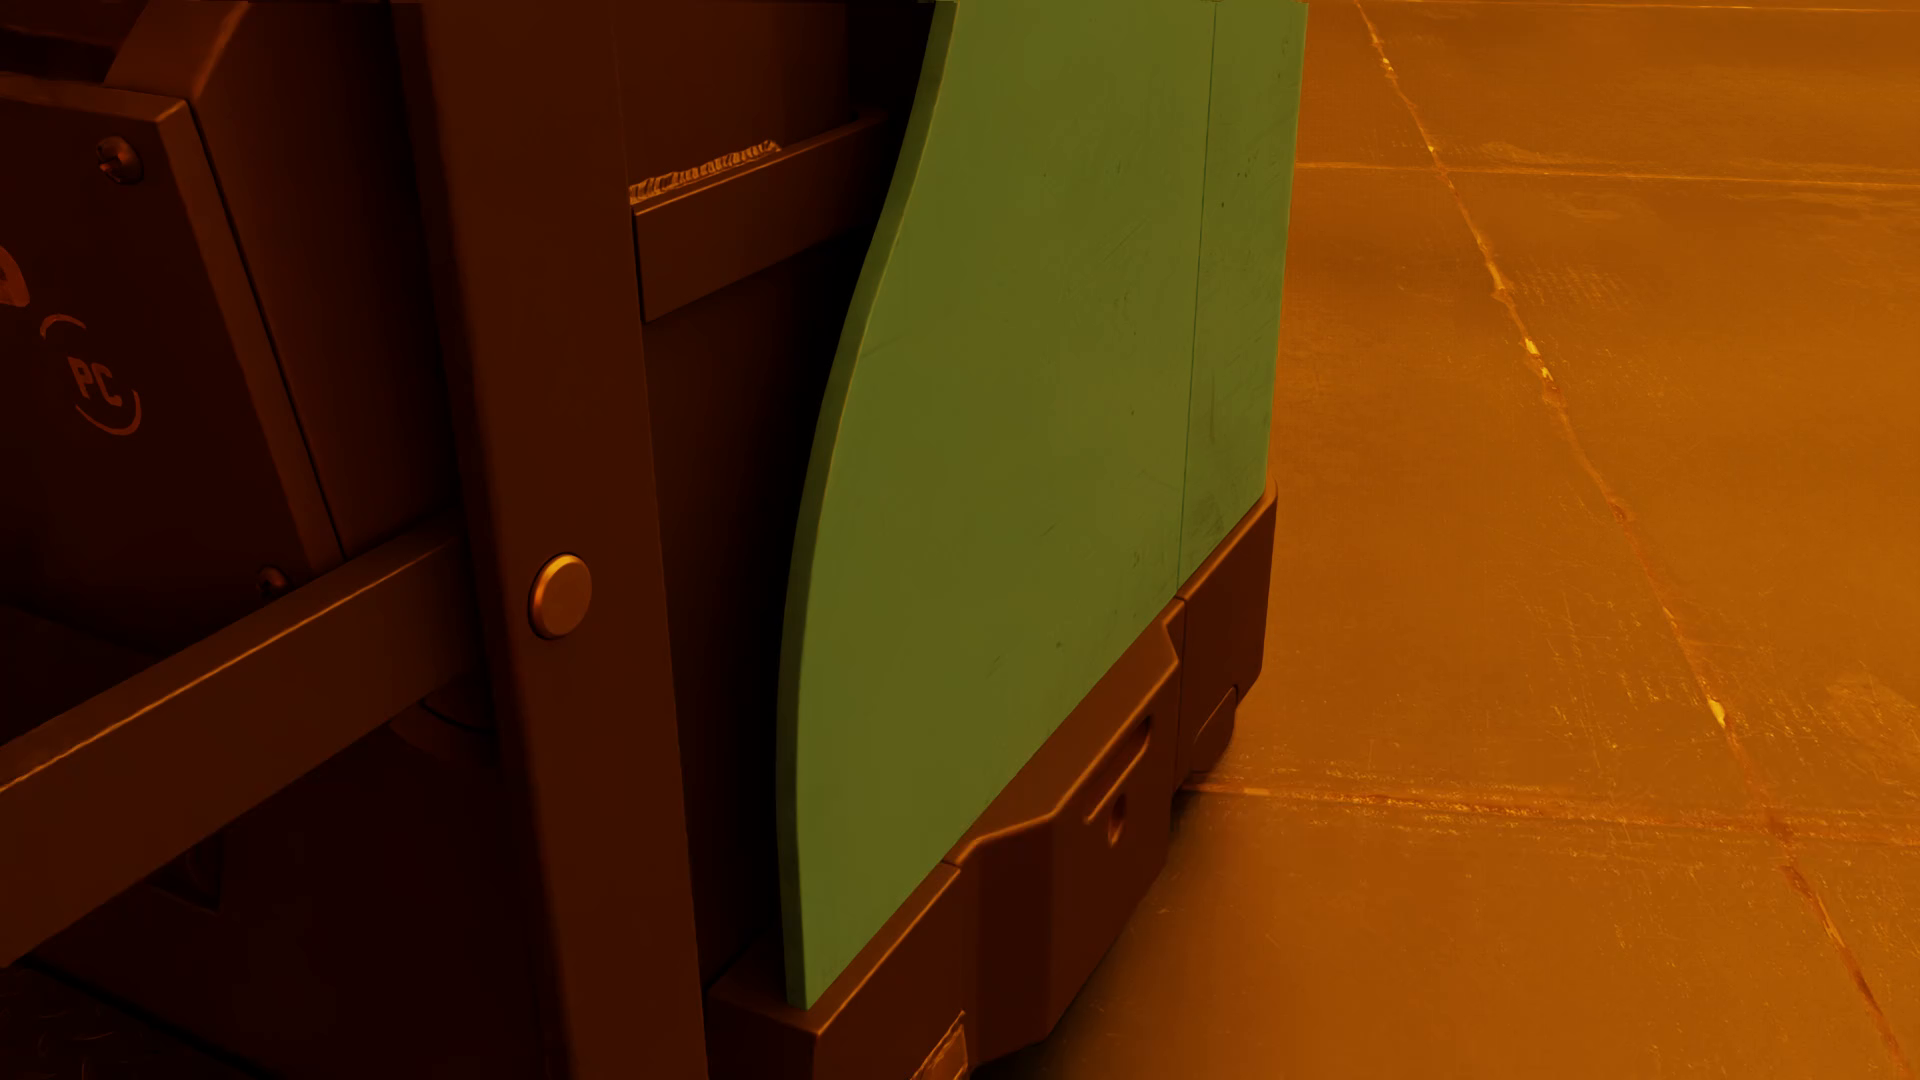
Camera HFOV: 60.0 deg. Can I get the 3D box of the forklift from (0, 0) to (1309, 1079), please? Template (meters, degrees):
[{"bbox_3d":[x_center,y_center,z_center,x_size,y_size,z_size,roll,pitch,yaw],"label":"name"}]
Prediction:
[{"bbox_3d":[-0.771,-0.636,0.491,1.130,2.935,3.031,13,30,25],"label":"forklift"}]
